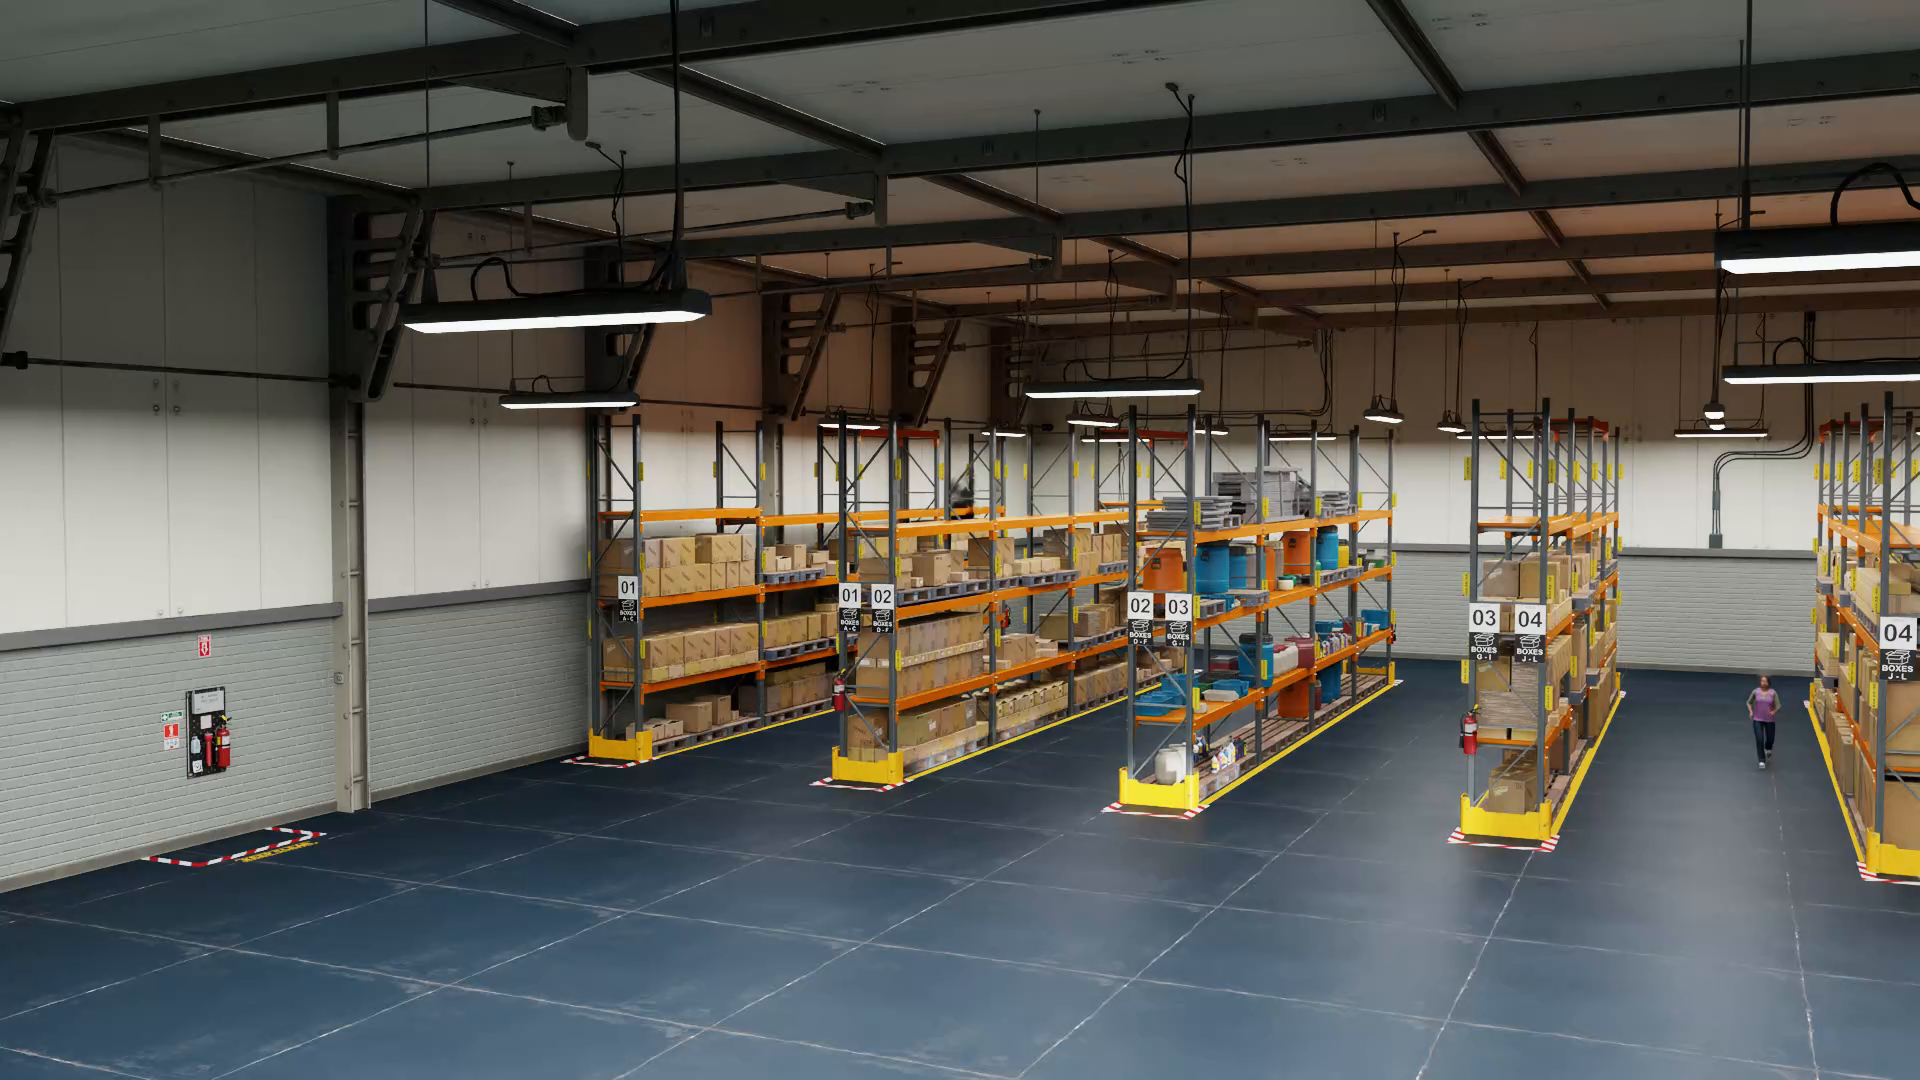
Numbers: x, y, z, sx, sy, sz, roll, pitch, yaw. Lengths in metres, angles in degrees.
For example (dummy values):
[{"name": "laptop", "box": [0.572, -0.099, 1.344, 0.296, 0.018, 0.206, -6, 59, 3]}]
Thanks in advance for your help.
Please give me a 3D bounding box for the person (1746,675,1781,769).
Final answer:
[{"name": "person", "box": [13.605, 3.063, 28.170, 0.542, 1.553, 0.680, 1, 3, 26]}]
